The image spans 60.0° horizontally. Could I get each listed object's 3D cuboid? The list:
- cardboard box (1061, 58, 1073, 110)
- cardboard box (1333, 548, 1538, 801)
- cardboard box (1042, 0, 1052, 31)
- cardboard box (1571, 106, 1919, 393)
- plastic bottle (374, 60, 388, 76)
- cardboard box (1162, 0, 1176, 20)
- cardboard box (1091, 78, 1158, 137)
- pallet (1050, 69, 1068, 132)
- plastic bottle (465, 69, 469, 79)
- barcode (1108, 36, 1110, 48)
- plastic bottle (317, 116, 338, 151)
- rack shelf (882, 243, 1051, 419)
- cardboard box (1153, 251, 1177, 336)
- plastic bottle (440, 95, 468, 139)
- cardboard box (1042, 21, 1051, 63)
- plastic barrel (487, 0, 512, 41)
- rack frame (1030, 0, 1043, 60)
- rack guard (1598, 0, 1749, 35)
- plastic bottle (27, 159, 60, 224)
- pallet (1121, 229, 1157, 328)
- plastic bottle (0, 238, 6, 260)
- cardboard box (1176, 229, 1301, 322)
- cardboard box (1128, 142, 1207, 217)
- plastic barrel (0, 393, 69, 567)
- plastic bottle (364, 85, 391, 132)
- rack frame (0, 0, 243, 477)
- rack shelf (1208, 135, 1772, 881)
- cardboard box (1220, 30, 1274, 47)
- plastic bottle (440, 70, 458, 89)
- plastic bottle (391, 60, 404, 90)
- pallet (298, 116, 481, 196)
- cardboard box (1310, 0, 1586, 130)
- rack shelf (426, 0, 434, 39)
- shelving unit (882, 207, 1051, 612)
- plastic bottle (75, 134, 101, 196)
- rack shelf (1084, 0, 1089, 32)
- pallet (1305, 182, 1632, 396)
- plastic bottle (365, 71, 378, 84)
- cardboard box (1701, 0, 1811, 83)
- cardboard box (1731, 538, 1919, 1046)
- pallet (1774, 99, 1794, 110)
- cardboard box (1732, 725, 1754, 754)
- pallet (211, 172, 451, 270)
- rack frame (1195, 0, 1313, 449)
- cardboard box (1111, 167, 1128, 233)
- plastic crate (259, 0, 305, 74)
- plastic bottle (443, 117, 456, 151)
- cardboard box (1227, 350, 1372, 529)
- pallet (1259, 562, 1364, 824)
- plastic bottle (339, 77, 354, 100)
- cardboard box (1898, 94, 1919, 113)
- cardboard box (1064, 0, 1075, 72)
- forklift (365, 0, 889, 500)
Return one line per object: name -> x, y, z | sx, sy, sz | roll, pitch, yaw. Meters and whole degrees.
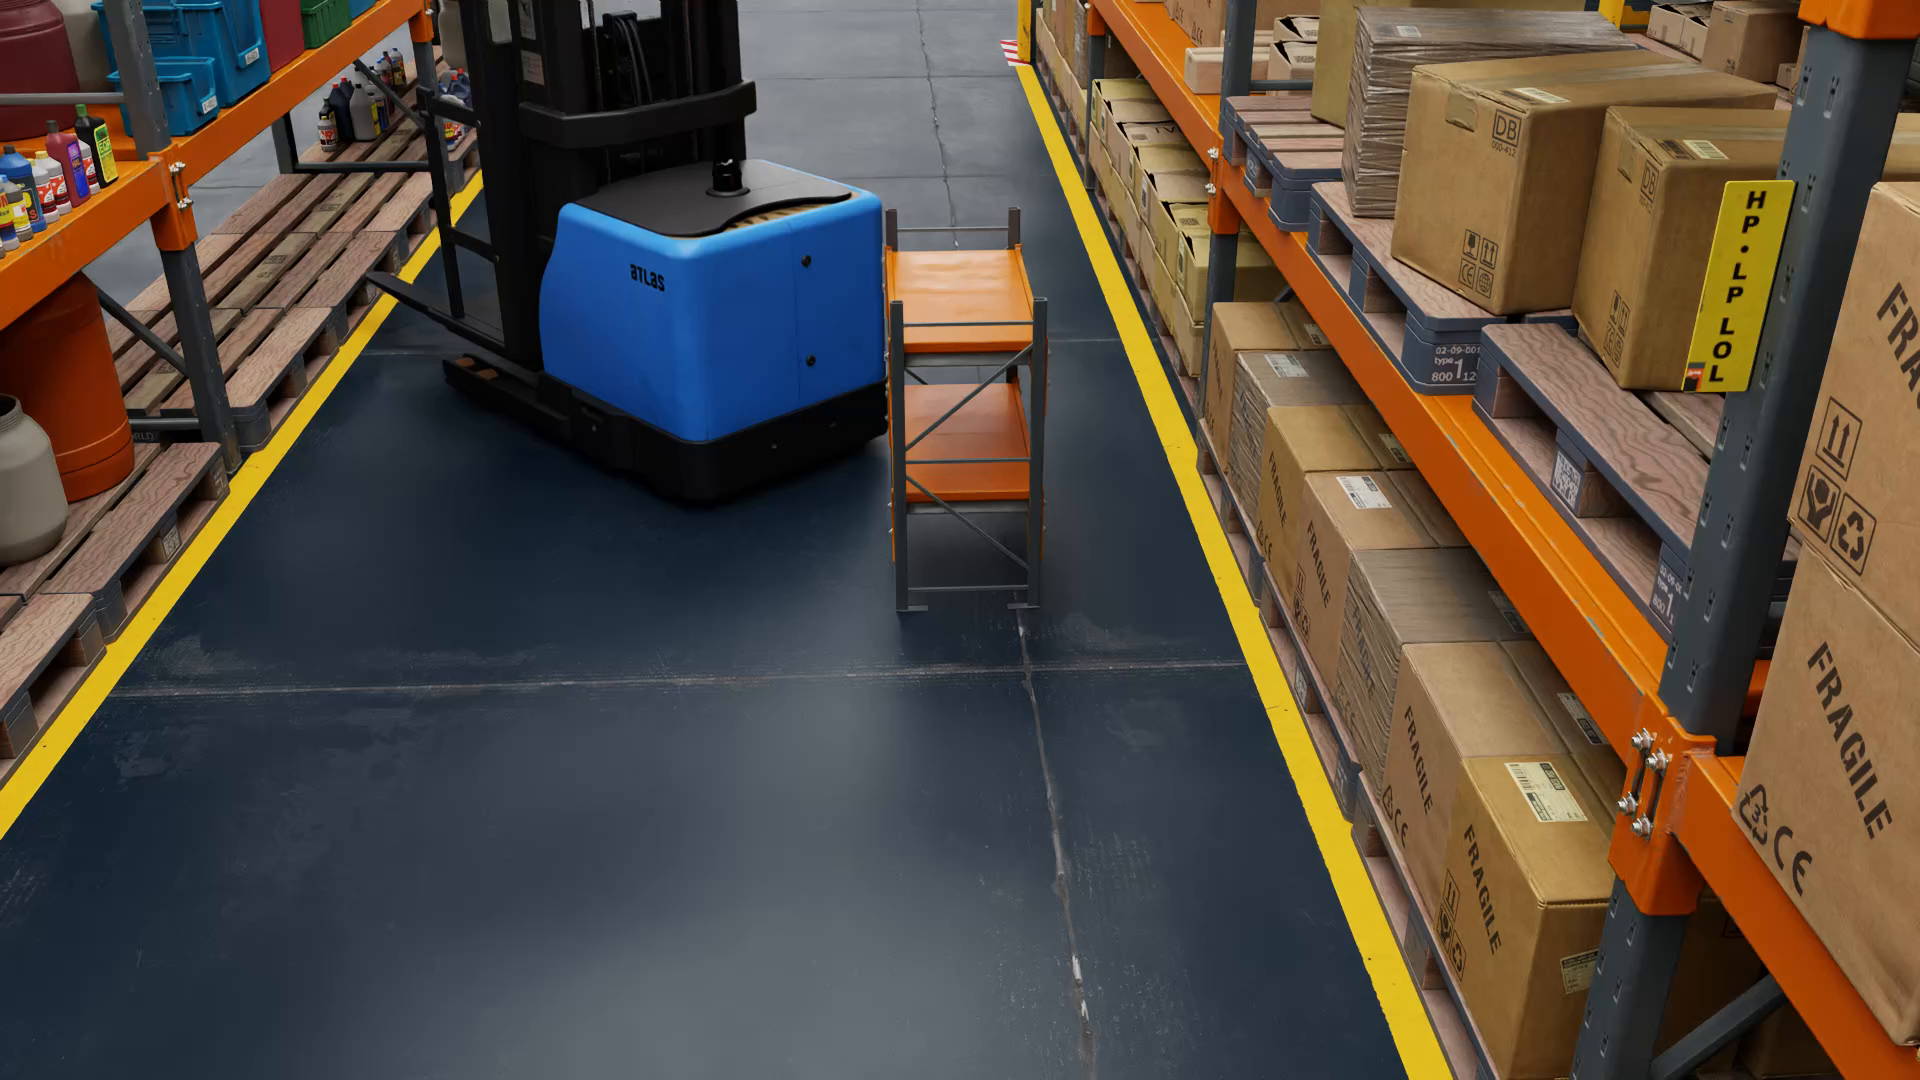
cardboard box -> 0.989, -3.206, 11.672 | 0.500, 0.250, 0.500 | -1, 28, -3
cardboard box -> 1.351, 0.359, 4.546 | 0.500, 0.500, 0.500 | -1, 28, -2
cardboard box -> 0.913, -4.231, 12.827 | 0.500, 0.500, 0.500 | -1, 28, -3
cardboard box -> 1.805, -0.644, 3.679 | 0.700, 0.500, 0.500 | 3, 28, 5
plastic bottle -> -4.061, -3.233, 11.680 | 0.097, 0.271, 0.097 | 0, 28, 0
cardboard box -> 1.340, -3.014, 8.677 | 0.500, 0.500, 0.500 | 1, 28, 1
cardboard box -> 1.061, -2.587, 9.879 | 0.500, 0.311, 0.500 | -1, 28, -2
pallet -> 1.222, -3.265, 12.281 | 1.003, 0.211, 1.213 | -1, 28, -3
plastic bottle -> -3.318, -3.137, 11.410 | 0.144, 0.351, 0.185 | -2, 28, -3
barcode -> 0.886, -2.953, 9.856 | 0.001, 0.075, 0.075 | -1, 28, -3
plastic bottle -> -3.989, -2.564, 10.474 | 0.097, 0.201, 0.097 | 0, 28, 0
rack shelf -> 0.000, -0.755, 5.849 | 0.538, 0.278, 1.000 | -1, 28, -3
cardboard box -> 1.196, -1.163, 7.755 | 0.500, 0.250, 0.500 | -2, 28, -3
plastic bottle -> -3.282, -2.744, 10.737 | 0.152, 0.276, 0.135 | 0, 28, -1
cardboard box -> 0.915, -3.898, 13.000 | 0.500, 0.250, 0.500 | -1, 28, -3
plastic barrel -> -3.757, -4.078, 13.062 | 0.421, 0.512, 0.421 | 0, 28, 0
rack frame -> 1.079, -5.415, 13.389 | 1.000, 3.000, 0.127 | -1, 28, -3
rack guard -> 6.030, -4.393, 14.133 | 1.175, 0.500, 0.348 | -1, 28, -3
plastic bottle -> -2.998, -1.133, 5.394 | 0.097, 0.201, 0.097 | 0, 28, 0
pallet -> 1.432, -1.428, 8.759 | 1.003, 0.211, 1.213 | -1, 28, -3
plastic bottle -> -2.977, -0.953, 5.049 | 0.097, 0.201, 0.097 | 0, 28, 0
cardboard box -> 1.224, -1.172, 7.167 | 0.500, 0.311, 0.500 | -1, 28, -1
cardboard box -> 1.143, -1.877, 8.518 | 0.500, 0.311, 0.500 | -1, 28, -1
plastic barrel -> -3.288, -0.202, 5.630 | 0.421, 0.512, 0.421 | 0, 28, 0
plastic bottle -> -3.843, -2.832, 10.905 | 0.152, 0.276, 0.135 | -1, 28, -3
rack frame -> -3.450, -1.603, 6.080 | 1.000, 3.000, 0.127 | -1, 28, -3
rack shelf -> 1.602, -0.478, 4.701 | 1.077, 0.370, 4.000 | -1, 28, -3
cardboard box -> 1.374, -2.197, 7.490 | 0.380, 0.149, 0.250 | 1, 28, 1
plastic bottle -> -3.465, -3.089, 11.398 | 0.152, 0.276, 0.135 | -1, 28, -3
plastic bottle -> -4.078, -3.359, 11.997 | 0.097, 0.201, 0.097 | 0, 28, 0
pallet -> -3.652, -2.525, 10.863 | 1.003, 0.211, 1.213 | -1, 28, -3
cardboard box -> 1.643, -1.663, 5.633 | 0.700, 0.500, 0.500 | -11, 29, -20
rack shelf -> -3.763, -4.055, 11.559 | 1.077, 0.370, 4.000 | -1, 28, -3
shelving unit -> 0.000, -0.496, 5.984 | 0.538, 1.125, 1.048 | -1, 28, -3
plastic bottle -> -3.015, -1.285, 5.684 | 0.097, 0.201, 0.097 | 0, 28, 0
rack shelf -> 1.184, -4.173, 11.785 | 1.077, 0.370, 4.000 | -1, 28, -3
pallet -> 1.603, -0.738, 4.628 | 1.003, 0.211, 1.213 | -1, 28, -3
plastic bottle -> -4.011, -3.041, 11.306 | 0.152, 0.276, 0.135 | -1, 28, -2
cardboard box -> 5.991, -3.698, 12.325 | 0.700, 0.500, 0.500 | -3, 28, -6
cardboard box -> 1.461, 0.324, 2.277 | 0.500, 0.500, 0.500 | -1, 28, -1
pallet -> 6.165, -2.762, 11.318 | 1.003, 0.211, 1.213 | -1, 28, -3
cardboard box -> 1.885, 0.564, 4.152 | 0.500, 0.500, 0.500 | -1, 28, -2
pallet -> -3.579, -1.852, 9.573 | 1.003, 0.211, 1.213 | -1, 28, -3
rack frame -> 1.497, -1.721, 6.306 | 1.000, 3.000, 0.127 | -1, 28, -3
cardboard box -> 1.117, -1.868, 9.106 | 0.500, 0.250, 0.500 | -2, 28, -4
plastic crate -> -3.228, -2.385, 7.510 | 0.402, 0.464, 0.583 | -1, 28, -3
plastic bottle -> -3.237, -2.593, 10.453 | 0.097, 0.271, 0.097 | 0, 28, 0
cardboard box -> 1.269, -0.349, 5.902 | 0.500, 0.500, 0.500 | -2, 28, -5
pallet -> 1.559, 0.423, 5.210 | 1.003, 0.211, 1.213 | -1, 28, -3
plastic bottle -> -3.990, -2.850, 10.859 | 0.144, 0.351, 0.185 | -3, 28, -5
cardboard box -> 6.177, -2.875, 11.106 | 0.380, 0.166, 0.250 | -5, 28, -9
cardboard box -> 1.001, -3.538, 11.499 | 0.500, 0.500, 0.500 | -1, 28, -3
forklift -> -1.681, -2.039, 6.989 | 1.130, 2.935, 3.031 | -24, 36, -38
